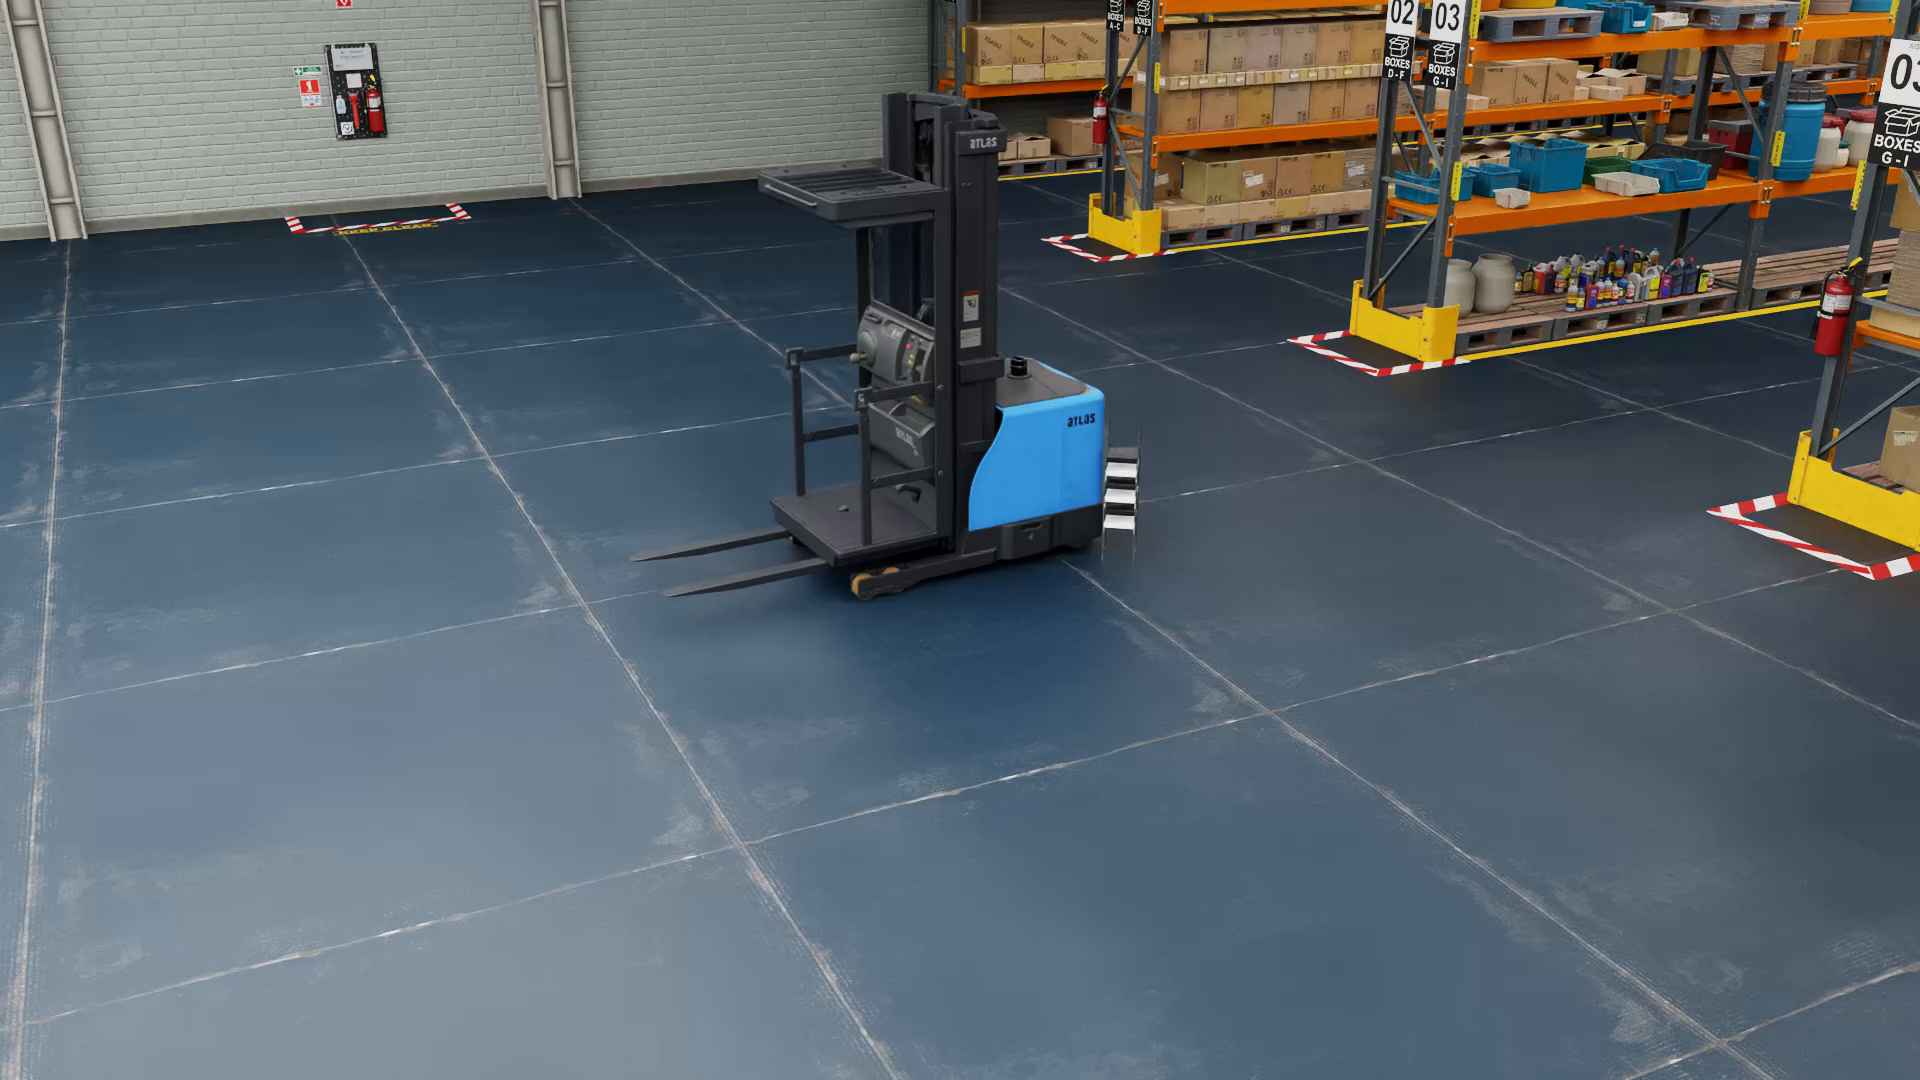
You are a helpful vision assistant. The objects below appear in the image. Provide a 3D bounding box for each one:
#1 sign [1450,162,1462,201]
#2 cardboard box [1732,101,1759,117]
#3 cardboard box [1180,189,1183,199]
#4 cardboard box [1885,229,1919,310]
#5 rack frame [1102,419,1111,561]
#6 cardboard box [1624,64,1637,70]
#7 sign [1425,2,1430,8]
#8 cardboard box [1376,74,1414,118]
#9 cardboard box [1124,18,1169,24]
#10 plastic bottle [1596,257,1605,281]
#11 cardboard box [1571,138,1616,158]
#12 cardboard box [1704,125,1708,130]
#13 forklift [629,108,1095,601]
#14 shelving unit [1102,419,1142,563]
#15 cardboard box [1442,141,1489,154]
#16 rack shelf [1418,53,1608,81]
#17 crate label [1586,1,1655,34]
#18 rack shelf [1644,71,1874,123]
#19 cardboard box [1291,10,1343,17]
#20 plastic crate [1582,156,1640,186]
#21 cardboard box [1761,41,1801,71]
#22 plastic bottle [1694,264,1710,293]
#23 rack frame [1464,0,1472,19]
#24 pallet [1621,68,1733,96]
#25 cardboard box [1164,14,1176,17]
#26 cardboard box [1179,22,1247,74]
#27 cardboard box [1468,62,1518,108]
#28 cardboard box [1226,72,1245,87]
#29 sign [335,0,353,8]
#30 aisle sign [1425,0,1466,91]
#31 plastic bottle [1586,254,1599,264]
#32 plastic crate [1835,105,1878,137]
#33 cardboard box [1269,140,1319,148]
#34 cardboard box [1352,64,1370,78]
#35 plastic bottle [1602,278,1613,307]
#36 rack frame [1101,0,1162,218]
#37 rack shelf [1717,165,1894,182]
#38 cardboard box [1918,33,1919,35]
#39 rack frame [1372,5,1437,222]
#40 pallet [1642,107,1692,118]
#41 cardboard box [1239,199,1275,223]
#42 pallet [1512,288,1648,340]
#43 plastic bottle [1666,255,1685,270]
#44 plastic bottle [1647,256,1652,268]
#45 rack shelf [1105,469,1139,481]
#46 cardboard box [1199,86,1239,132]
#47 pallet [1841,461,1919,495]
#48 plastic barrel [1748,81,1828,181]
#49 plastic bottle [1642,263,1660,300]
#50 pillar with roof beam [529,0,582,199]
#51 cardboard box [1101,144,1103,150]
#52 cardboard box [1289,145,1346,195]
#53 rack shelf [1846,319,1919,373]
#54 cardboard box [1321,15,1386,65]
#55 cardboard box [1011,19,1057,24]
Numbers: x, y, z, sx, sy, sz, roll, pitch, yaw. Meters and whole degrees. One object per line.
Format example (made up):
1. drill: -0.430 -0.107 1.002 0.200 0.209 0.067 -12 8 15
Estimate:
1. sign: 4.341 -3.138 14.546 0.005 0.325 0.100 -10 25 -24
2. cardboard box: 11.332 -6.131 23.852 0.500 0.250 0.500 -10 25 -24
3. cardboard box: 2.762 -4.109 20.301 0.500 0.250 0.500 -10 25 -24
4. cardboard box: 6.762 -1.759 11.057 0.500 0.500 0.875 -10 25 -24
5. rack frame: 0.955 -0.325 10.859 0.006 0.900 0.240 4 23 9
6. cardboard box: 11.835 -8.209 29.030 0.250 0.149 0.380 -11 25 -25
7. sign: 7.262 -8.254 25.859 0.005 0.325 0.100 -10 25 -24
8. cardboard box: 5.169 -5.542 20.585 0.500 0.500 0.700 -11 25 -25
9. cardboard box: 2.675 -7.294 24.140 0.500 0.500 0.500 -11 25 -24
10. plastic bottle: 6.517 -2.747 16.956 0.097 0.271 0.097 0 22 0
11. cardboard box: 8.340 -5.157 22.100 0.500 0.311 0.500 -11 25 -24
12. cardboard box: 10.378 -5.605 23.561 0.500 0.500 0.500 -11 25 -26
13. forklift: -0.628 -1.171 10.330 2.937 2.867 1.118 -12 25 -27
14. shelving unit: 1.055 -0.319 10.843 0.210 0.900 0.258 4 23 9
15. cardboard box: 6.723 -5.090 21.938 0.500 0.311 0.500 -11 25 -24
16. rack shelf: 8.821 -7.941 27.452 4.000 0.370 1.077 -10 25 -24
17. crate label: 5.937 -4.714 14.989 0.408 0.251 0.502 -10 25 -24
18. rack shelf: 10.972 -6.234 23.329 4.000 0.370 1.077 -10 25 -24
19. cardboard box: 5.486 -7.895 25.695 0.500 0.500 0.700 -10 25 -24
20. plastic crate: 6.365 -3.638 16.393 0.662 0.188 0.450 -10 25 -24
21. cardboard box: 11.209 -6.824 23.134 0.500 0.500 0.700 -18 29 -37
22. plastic bottle: 7.420 -2.618 16.630 0.133 0.283 0.061 -9 24 -21
23. rack frame: 4.107 -5.972 13.912 0.127 3.000 1.000 -10 25 -24
24. pallet: 9.751 -6.283 22.757 1.003 0.211 1.213 -10 25 -24
25. cardboard box: 2.900 -7.558 24.777 0.500 0.500 0.500 -11 25 -25
26. cardboard box: 2.907 -5.724 19.330 0.500 0.500 0.700 -11 25 -25
27. cardboard box: 6.740 -5.827 21.273 0.500 0.500 0.500 -9 24 -20
28. cardboard box: 3.099 -5.371 19.325 0.250 0.149 0.380 -11 25 -24
29. sign: -7.634 -6.741 20.581 0.199 0.298 0.001 -10 25 -24
30. aisle sign: 4.169 -4.288 14.289 0.004 0.787 0.394 -10 25 -24
31. plastic bottle: 6.467 -2.777 17.012 0.133 0.283 0.061 -9 24 -21
32. plastic crate: 9.726 -4.394 17.860 0.583 0.464 0.402 -10 25 -24
33. cardboard box: 4.111 -4.706 20.763 0.500 0.500 0.500 -10 25 -24
34. cardboard box: 4.719 -5.670 20.046 0.250 0.149 0.380 -10 25 -24
35. plastic bottle: 6.274 -2.410 16.141 0.097 0.271 0.097 0 22 0
36. rack frame: 1.962 -4.908 19.184 0.127 3.000 1.000 -10 25 -24
37. rack shelf: 9.513 -3.986 17.550 3.809 0.052 0.919 -10 25 -24
38. cardboard box: 13.786 -7.473 23.944 0.500 0.500 0.500 -11 25 -25
39. rack frame: 5.566 -5.571 20.787 0.127 3.000 1.000 -10 25 -24
40. pallet: 12.443 -7.619 29.381 1.213 0.211 1.003 -10 25 -24
41. cardboard box: 3.441 -4.011 20.063 0.500 0.250 0.500 -10 25 -24
42. pallet: 5.987 -2.274 16.468 1.213 0.211 1.003 -10 25 -24
43. plastic bottle: 7.193 -2.686 16.706 0.185 0.351 0.144 -10 25 -24
44. plastic bottle: 7.142 -2.855 17.309 0.097 0.201 0.097 0 22 0
45. rack shelf: 1.055 -0.454 10.787 0.200 0.077 0.258 4 23 9
46. cardboard box: 2.859 -5.116 19.556 0.500 0.500 0.700 -10 24 -22
47. pallet: 7.071 -0.340 11.795 1.213 0.211 1.003 -10 25 -24
48. plastic barrel: 8.190 -4.055 16.469 0.708 0.901 0.600 -10 25 -24
49. plastic bottle: 6.792 -2.551 16.380 0.185 0.351 0.144 -11 25 -24
50. pillar with roof beam: -3.474 -7.322 17.172 0.400 9.000 9.100 -10 25 -24
51. cardboard box: 1.964 -5.905 24.747 0.250 0.149 0.380 -13 26 -28
52. cardboard box: 4.338 -4.526 20.327 0.500 0.500 0.500 -10 25 -24
53. rack shelf: 8.057 -1.493 11.874 4.000 0.370 1.077 -10 25 -24
54. cardboard box: 4.714 -6.057 20.133 0.500 0.500 0.700 -10 25 -24
55. cardboard box: 1.064 -7.220 23.959 0.500 0.500 0.500 -11 25 -25
